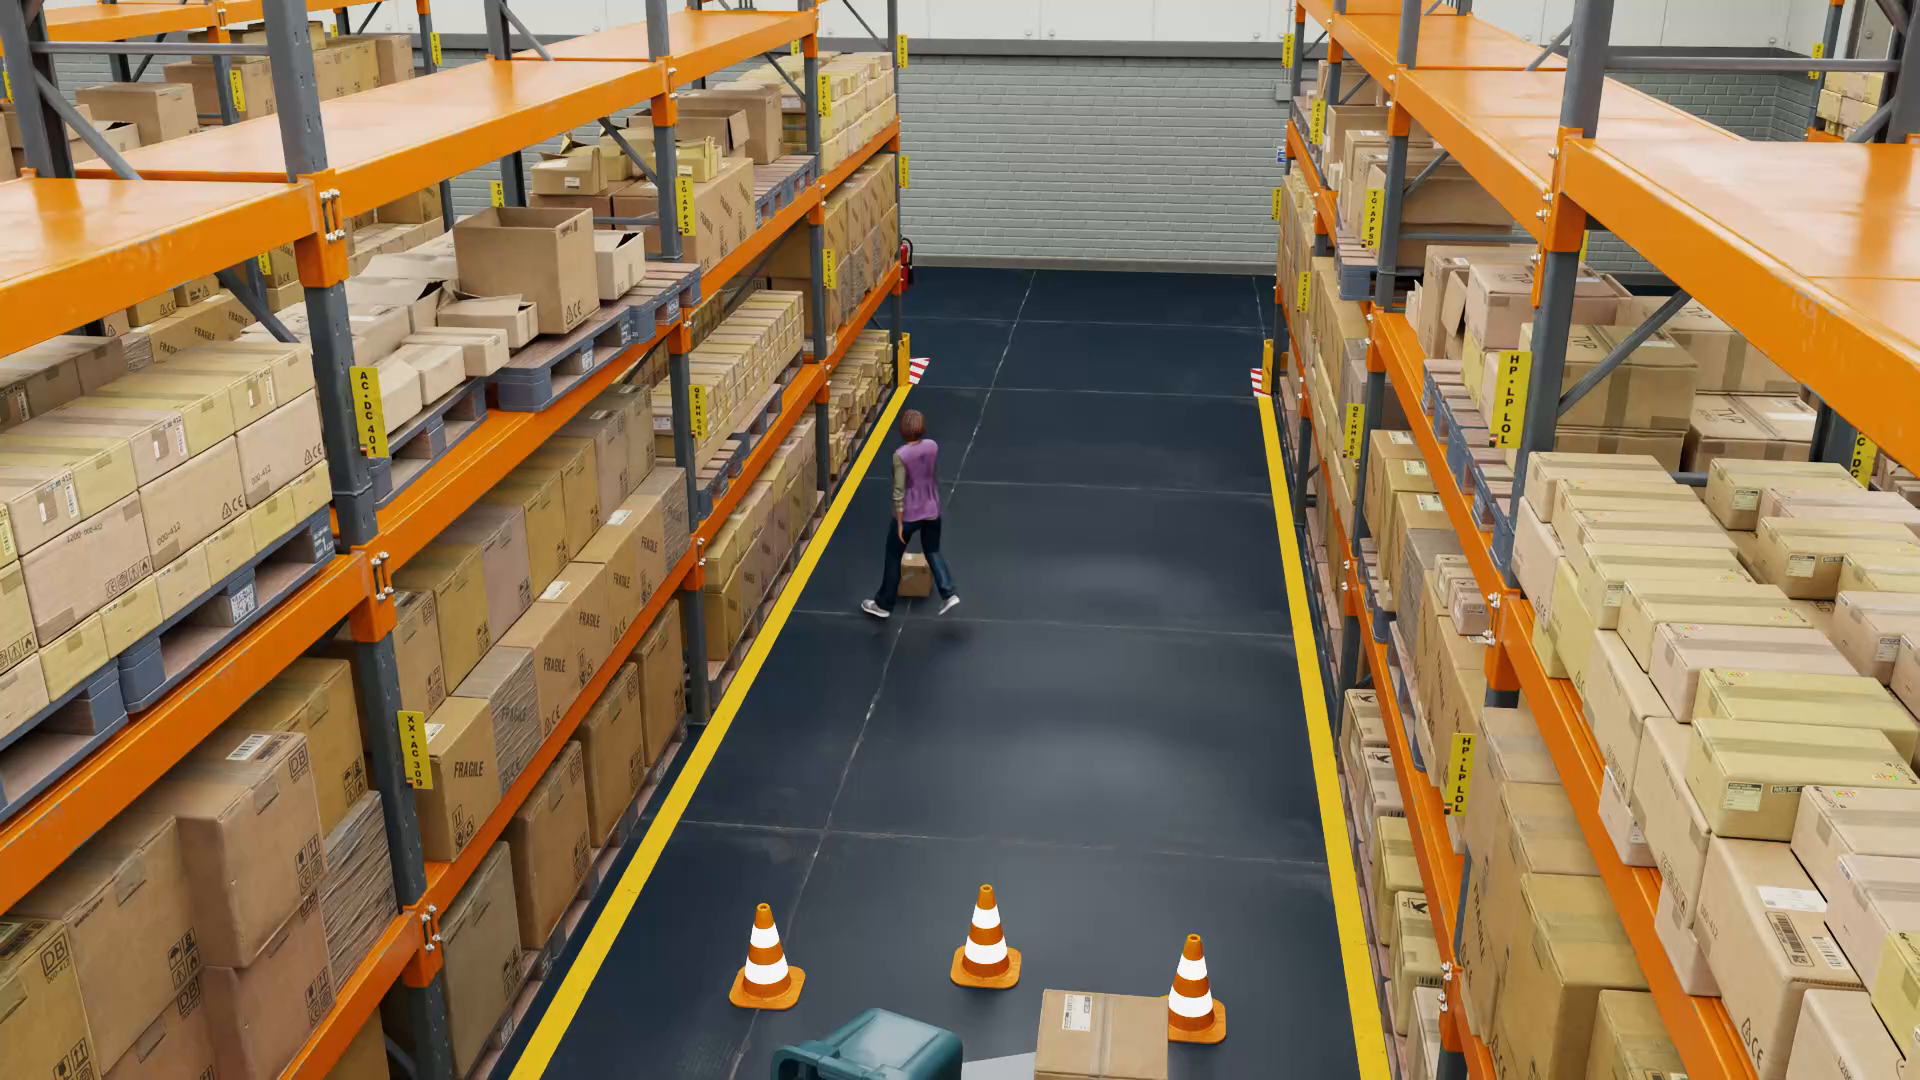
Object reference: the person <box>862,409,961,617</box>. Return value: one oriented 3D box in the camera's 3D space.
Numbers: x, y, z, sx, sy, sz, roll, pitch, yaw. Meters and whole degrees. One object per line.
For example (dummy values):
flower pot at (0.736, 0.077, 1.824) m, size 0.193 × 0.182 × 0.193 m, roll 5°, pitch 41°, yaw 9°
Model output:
person at (-0.341, -0.134, 11.864) m, size 0.510 × 1.524 × 0.739 m, roll -12°, pitch 24°, yaw -27°
